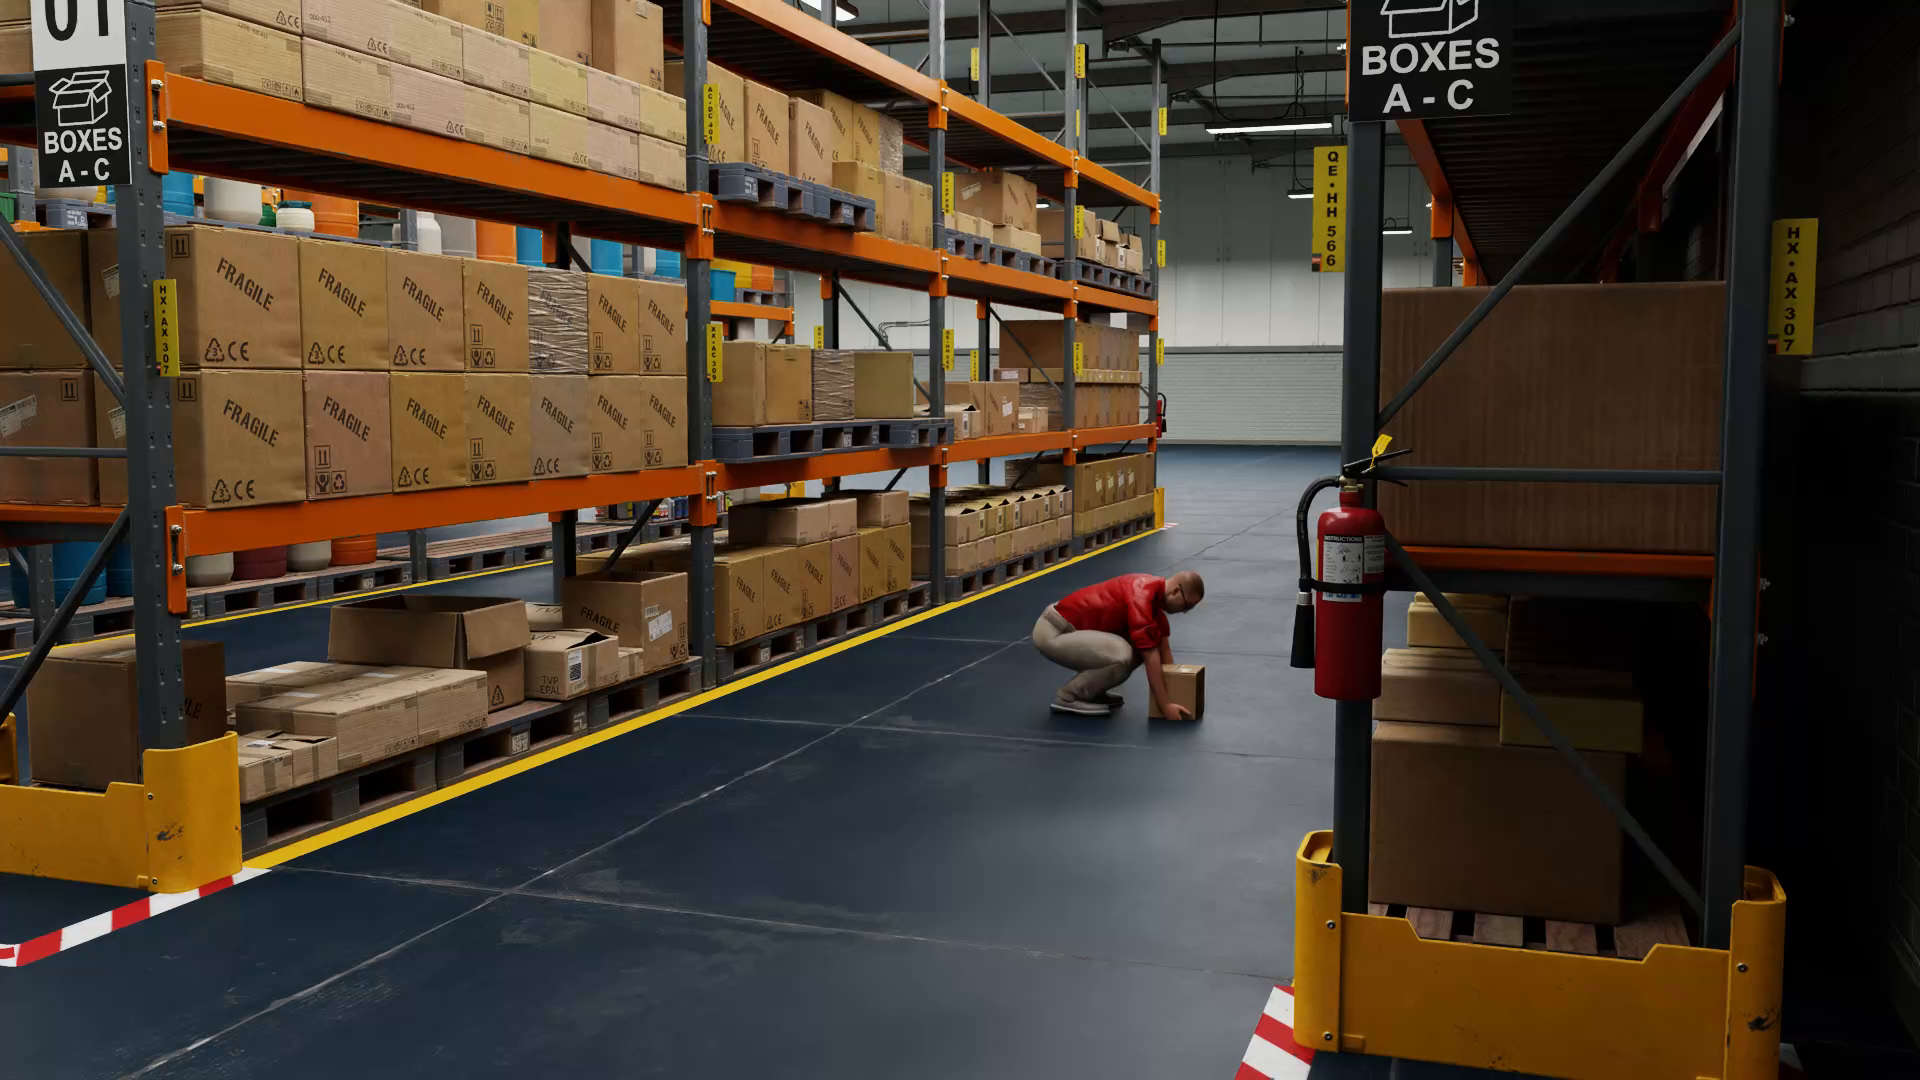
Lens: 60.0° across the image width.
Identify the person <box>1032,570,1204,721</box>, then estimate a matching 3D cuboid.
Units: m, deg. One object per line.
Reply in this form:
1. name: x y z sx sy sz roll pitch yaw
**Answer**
1. person: 0.852 0.577 8.944 0.902 0.849 0.541 2 5 18
